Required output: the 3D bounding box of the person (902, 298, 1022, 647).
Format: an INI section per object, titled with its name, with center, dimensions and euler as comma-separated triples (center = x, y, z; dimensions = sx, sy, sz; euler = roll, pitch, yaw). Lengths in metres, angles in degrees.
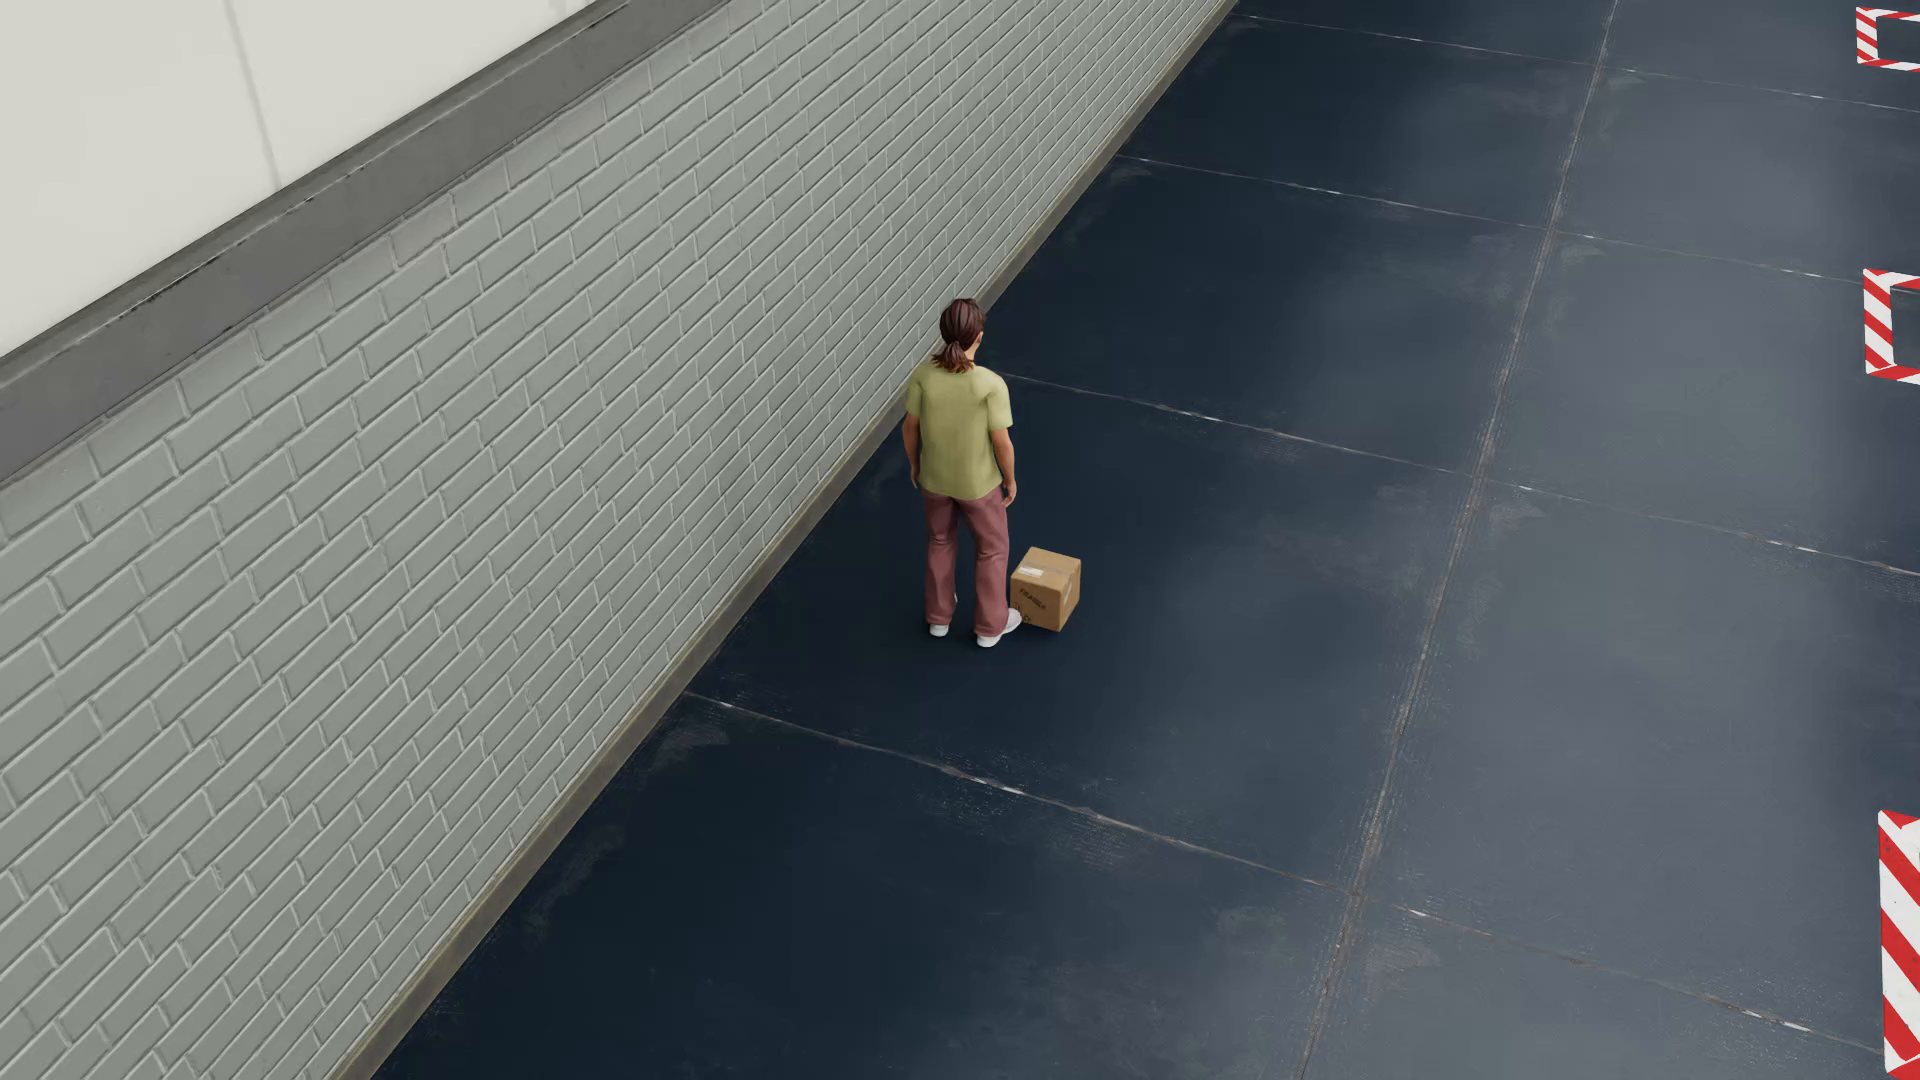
[person]
center = 0.012, -0.268, 7.168
dimensions = 0.499, 1.672, 0.360
euler = 13, 39, 16
